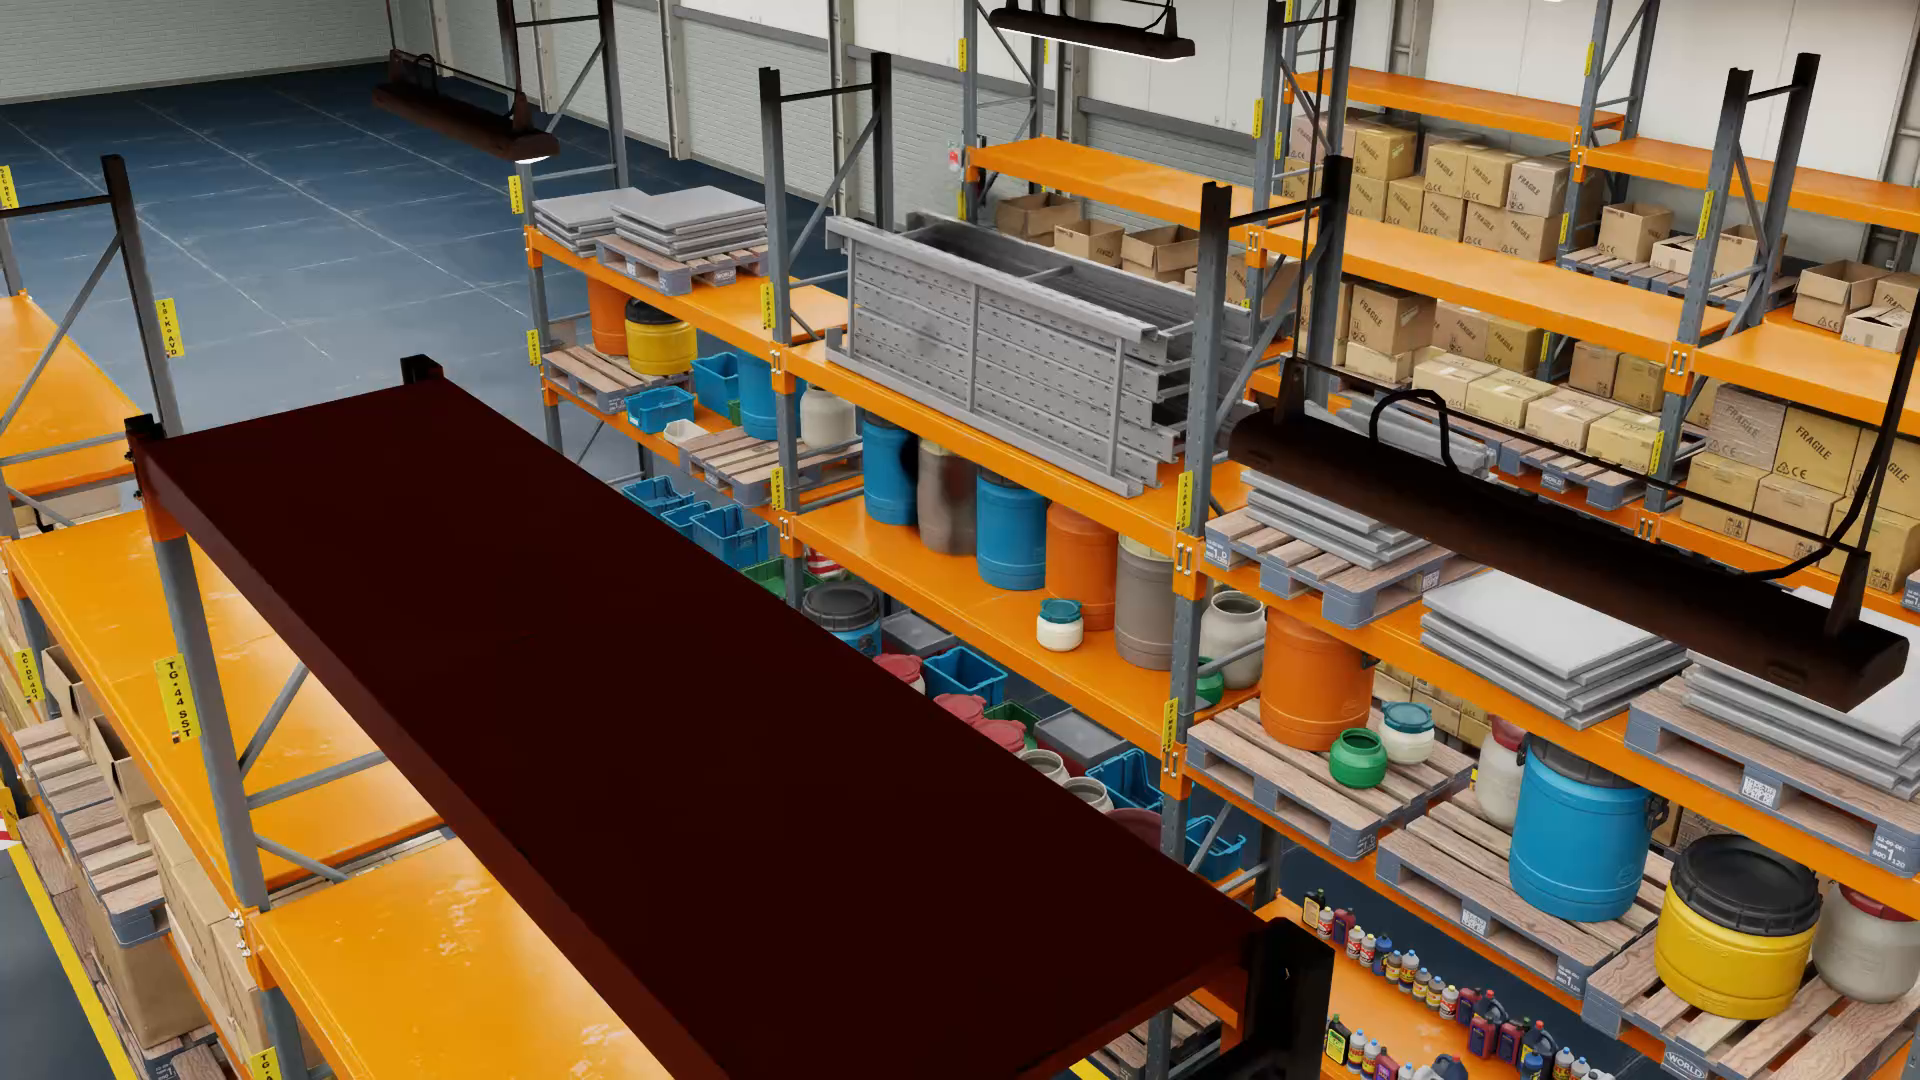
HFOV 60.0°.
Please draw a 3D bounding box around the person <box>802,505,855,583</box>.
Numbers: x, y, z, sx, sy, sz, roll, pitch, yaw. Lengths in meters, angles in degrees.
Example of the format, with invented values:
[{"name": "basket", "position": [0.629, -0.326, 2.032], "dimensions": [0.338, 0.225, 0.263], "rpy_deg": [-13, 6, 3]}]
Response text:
[{"name": "person", "position": [-1.299, 0.243, 15.816], "dimensions": [0.758, 1.692, 0.646], "rpy_deg": [-8, 27, -15]}]
